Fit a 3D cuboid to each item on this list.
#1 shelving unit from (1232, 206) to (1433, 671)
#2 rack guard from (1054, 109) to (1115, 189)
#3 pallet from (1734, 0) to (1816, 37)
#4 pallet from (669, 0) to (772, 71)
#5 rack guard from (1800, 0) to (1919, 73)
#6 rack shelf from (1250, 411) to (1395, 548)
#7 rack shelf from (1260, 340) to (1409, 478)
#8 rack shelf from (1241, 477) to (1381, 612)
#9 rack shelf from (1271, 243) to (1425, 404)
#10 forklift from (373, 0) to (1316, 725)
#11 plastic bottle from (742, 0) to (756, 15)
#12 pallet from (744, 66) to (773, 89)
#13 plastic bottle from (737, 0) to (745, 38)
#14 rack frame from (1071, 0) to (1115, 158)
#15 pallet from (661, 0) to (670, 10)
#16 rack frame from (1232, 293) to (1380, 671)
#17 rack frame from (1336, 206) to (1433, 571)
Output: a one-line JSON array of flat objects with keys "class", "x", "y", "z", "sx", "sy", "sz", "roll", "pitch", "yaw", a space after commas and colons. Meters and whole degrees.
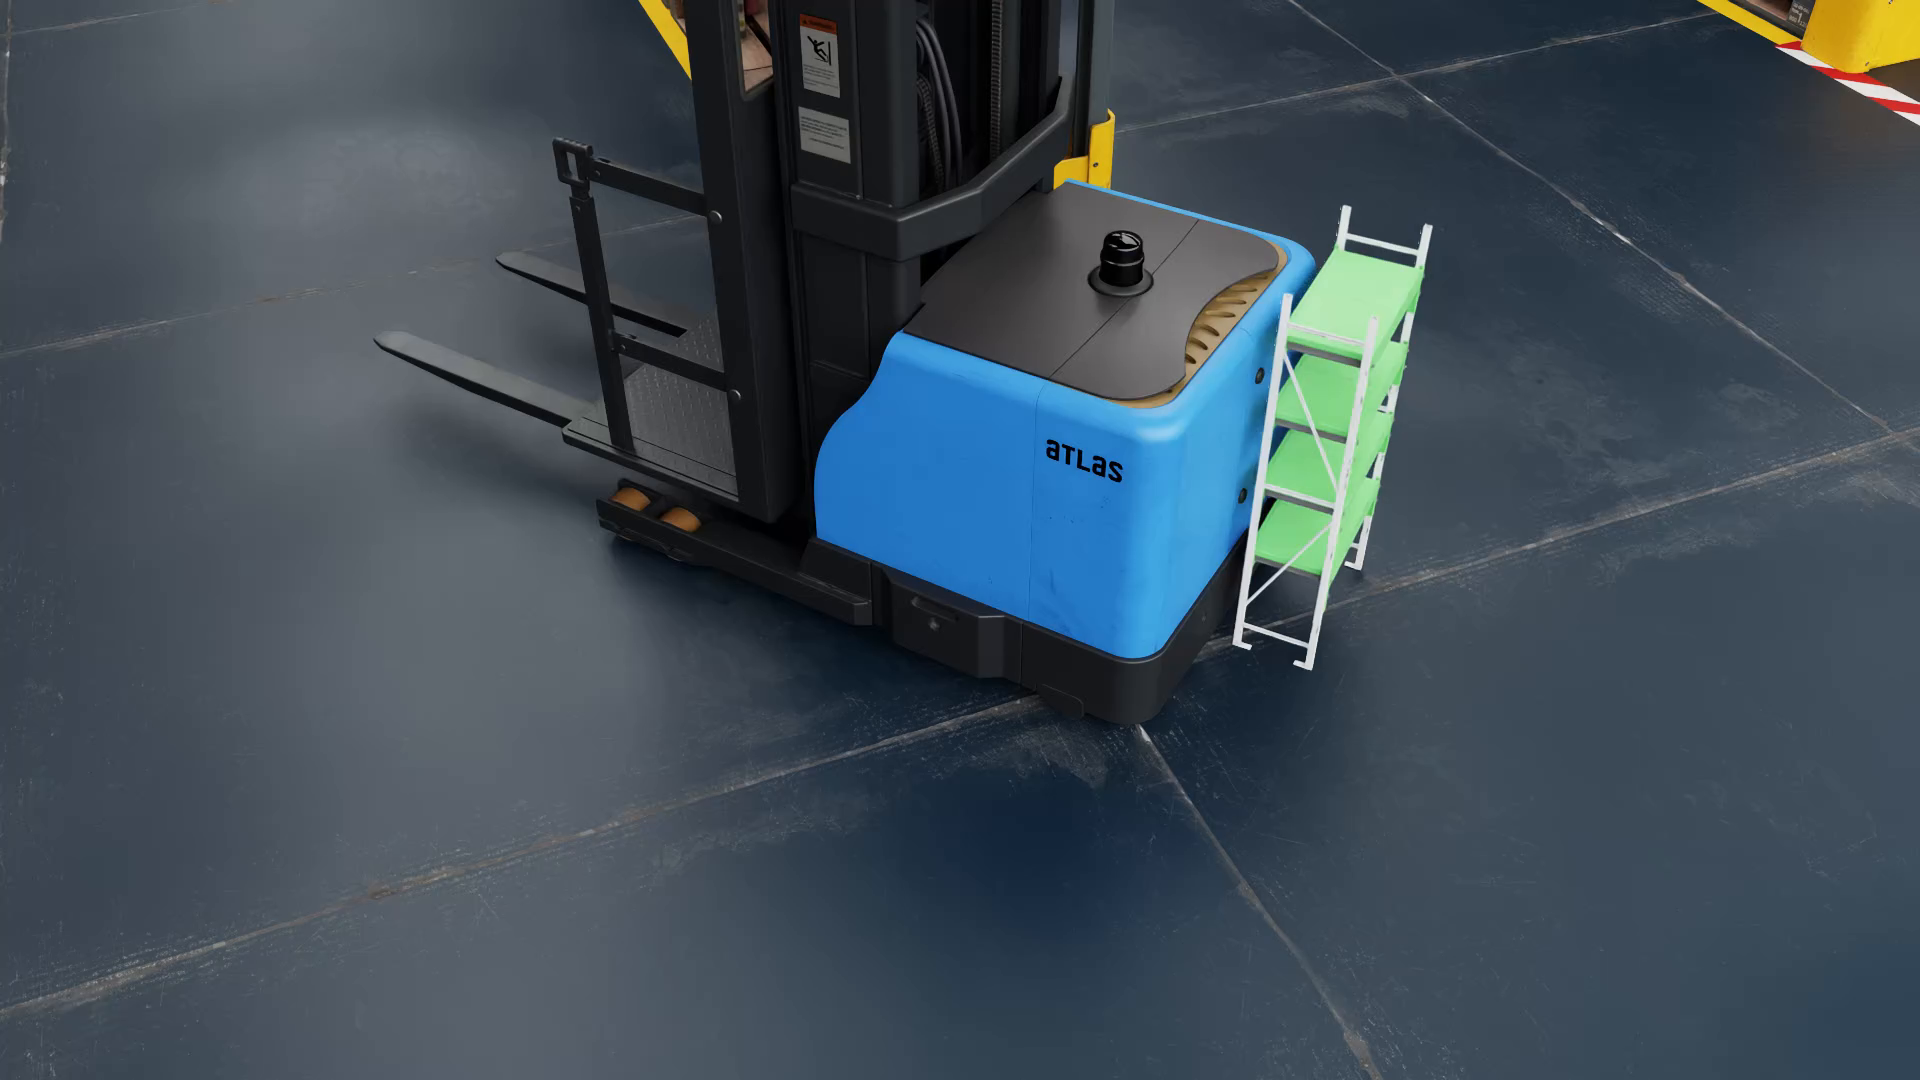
[{"class": "shelving unit", "x": 1.022, "y": -0.259, "z": 4.630, "sx": 0.258, "sy": 1.200, "sz": 0.503, "roll": 18, "pitch": 44, "yaw": 20}, {"class": "rack guard", "x": 0.007, "y": -1.365, "z": 6.454, "sx": 1.175, "sy": 0.500, "sz": 0.348, "roll": -15, "pitch": 43, "yaw": -17}, {"class": "pallet", "x": 4.349, "y": -3.001, "z": 8.578, "sx": 1.003, "sy": 0.211, "sz": 1.213, "roll": -15, "pitch": 43, "yaw": -17}, {"class": "pallet", "x": -0.762, "y": -2.480, "z": 7.972, "sx": 1.003, "sy": 0.211, "sz": 1.213, "roll": -15, "pitch": 43, "yaw": -17}, {"class": "rack guard", "x": 4.627, "y": -2.612, "z": 7.904, "sx": 1.175, "sy": 0.500, "sz": 0.348, "roll": -15, "pitch": 43, "yaw": -17}, {"class": "rack shelf", "x": 1.022, "y": -0.210, "z": 4.672, "sx": 0.258, "sy": 0.148, "sz": 0.480, "roll": 18, "pitch": 44, "yaw": 20}, {"class": "rack shelf", "x": 1.021, "y": -0.392, "z": 4.515, "sx": 0.258, "sy": 0.148, "sz": 0.480, "roll": 18, "pitch": 44, "yaw": 20}, {"class": "rack shelf", "x": 1.022, "y": -0.028, "z": 4.828, "sx": 0.258, "sy": 0.148, "sz": 0.480, "roll": 18, "pitch": 44, "yaw": 20}, {"class": "rack shelf", "x": 1.021, "y": -0.574, "z": 4.359, "sx": 0.258, "sy": 0.148, "sz": 0.480, "roll": 18, "pitch": 44, "yaw": 20}, {"class": "forklift", "x": -0.543, "y": -1.320, "z": 4.537, "sx": 3.031, "sy": 2.935, "sz": 1.130, "roll": 21, "pitch": 45, "yaw": 23}, {"class": "plastic bottle", "x": -1.001, "y": -2.598, "z": 7.717, "sx": 0.061, "sy": 0.283, "sz": 0.133, "roll": -15, "pitch": 43, "yaw": -17}, {"class": "pallet", "x": -0.299, "y": -1.746, "z": 7.119, "sx": 1.003, "sy": 0.211, "sz": 1.213, "roll": -15, "pitch": 43, "yaw": -17}, {"class": "plastic bottle", "x": -1.028, "y": -2.381, "z": 7.527, "sx": 0.097, "sy": 0.201, "sz": 0.097, "roll": 0, "pitch": 41, "yaw": 0}, {"class": "rack frame", "x": 0.080, "y": -2.279, "z": 5.599, "sx": 1.000, "sy": 3.000, "sz": 0.127, "roll": -15, "pitch": 43, "yaw": -17}, {"class": "pallet", "x": -1.232, "y": -3.216, "z": 8.828, "sx": 1.003, "sy": 0.211, "sz": 1.213, "roll": -15, "pitch": 43, "yaw": -17}, {"class": "rack frame", "x": 0.910, "y": -0.117, "z": 4.465, "sx": 0.240, "sy": 1.200, "sz": 0.015, "roll": 18, "pitch": 44, "yaw": 20}, {"class": "rack frame", "x": 1.133, "y": -0.400, "z": 4.795, "sx": 0.240, "sy": 1.200, "sz": 0.015, "roll": 18, "pitch": 44, "yaw": 20}]
